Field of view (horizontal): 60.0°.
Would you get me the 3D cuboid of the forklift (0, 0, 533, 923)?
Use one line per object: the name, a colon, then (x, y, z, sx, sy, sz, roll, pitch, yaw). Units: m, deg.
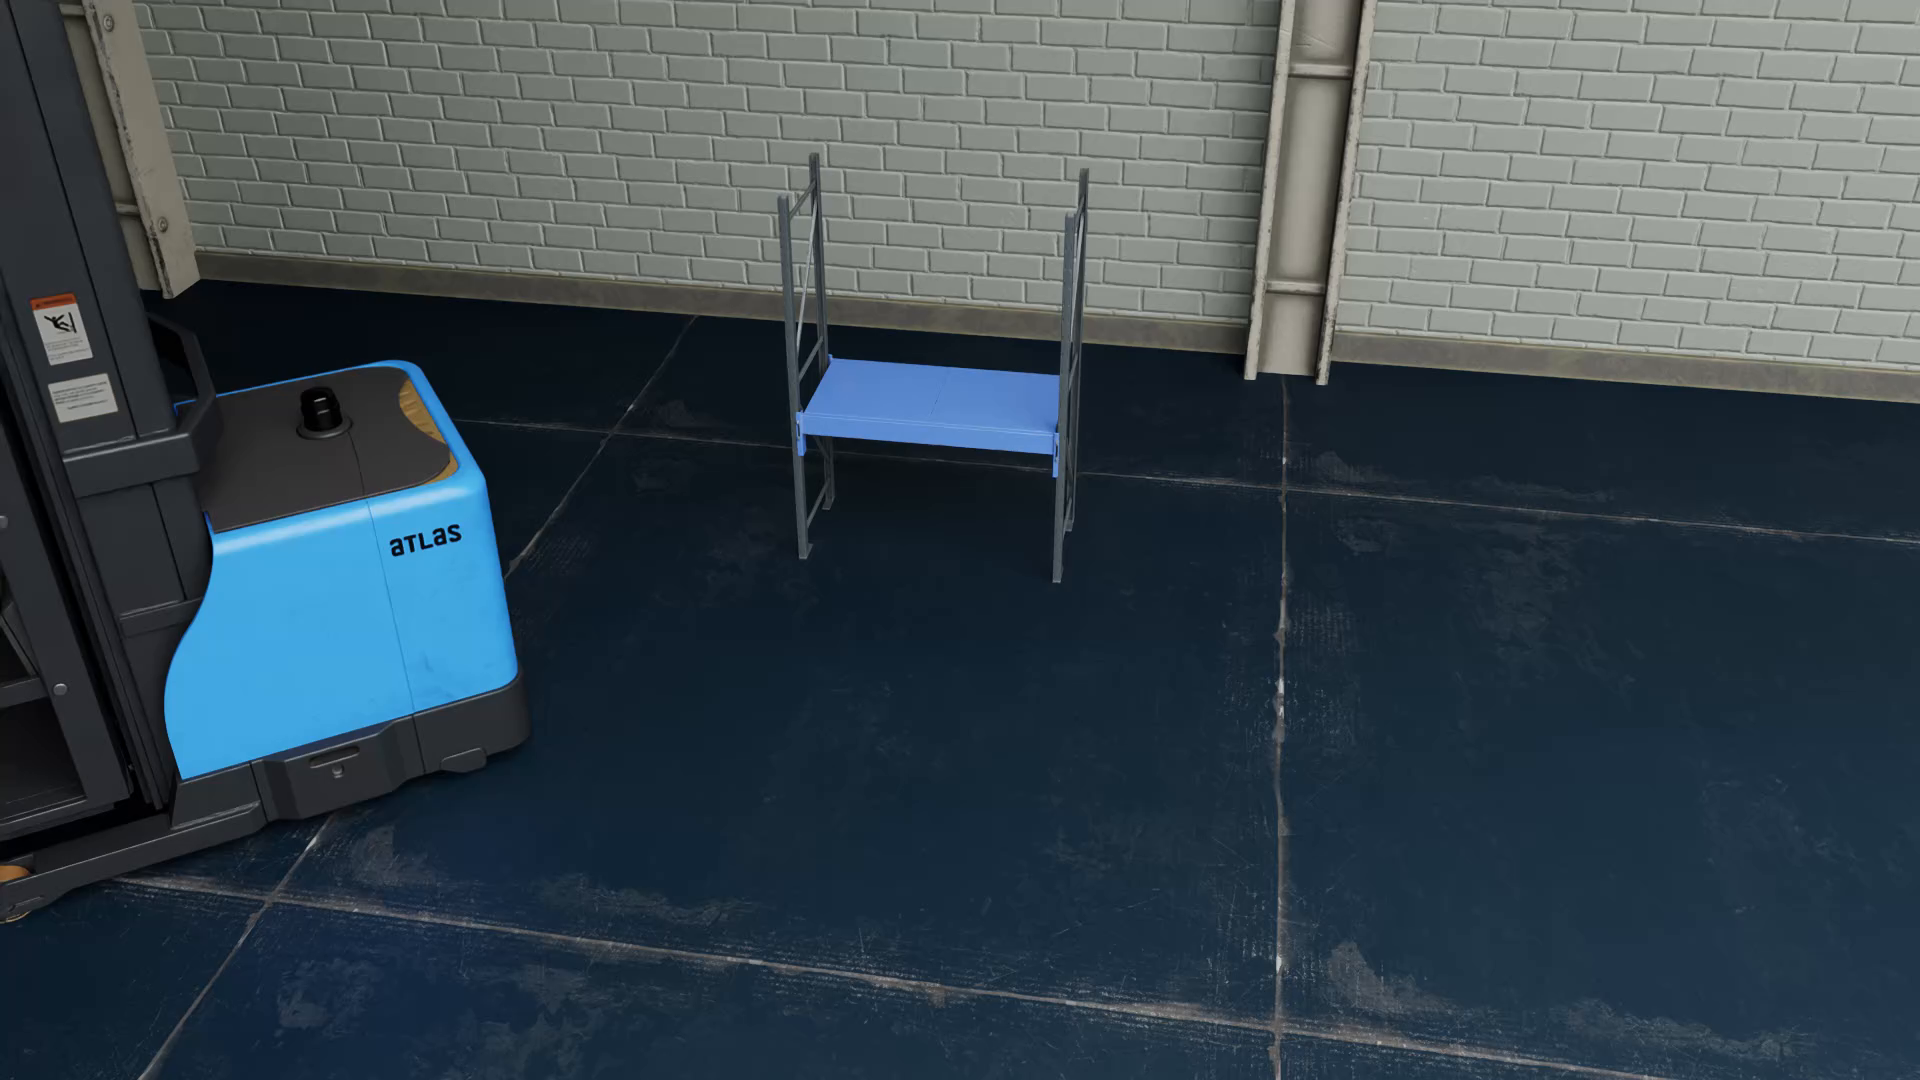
forklift: (-2.984, -0.381, 4.596, 3.031, 2.935, 1.130, -16, 35, -24)

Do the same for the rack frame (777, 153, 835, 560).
rack frame: (-0.585, -0.689, 6.437, 0.032, 1.500, 0.500, 5, 32, 8)

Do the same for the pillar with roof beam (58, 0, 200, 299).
pillar with roof beam: (-5.056, -2.935, 2.957, 0.400, 9.000, 9.100, 5, 32, 8)

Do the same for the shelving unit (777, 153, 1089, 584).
shelving unit: (-0.084, -0.643, 6.364, 1.048, 1.500, 0.538, 5, 32, 8)

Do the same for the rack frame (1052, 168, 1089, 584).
rack frame: (0.417, -0.598, 6.292, 0.032, 1.500, 0.500, 5, 32, 8)

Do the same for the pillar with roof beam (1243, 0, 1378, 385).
pillar with roof beam: (0.858, -2.399, 2.101, 0.400, 9.000, 9.100, 5, 32, 8)

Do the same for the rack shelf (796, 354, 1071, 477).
rack shelf: (-0.084, -0.491, 6.460, 1.000, 0.185, 0.538, 5, 32, 8)
